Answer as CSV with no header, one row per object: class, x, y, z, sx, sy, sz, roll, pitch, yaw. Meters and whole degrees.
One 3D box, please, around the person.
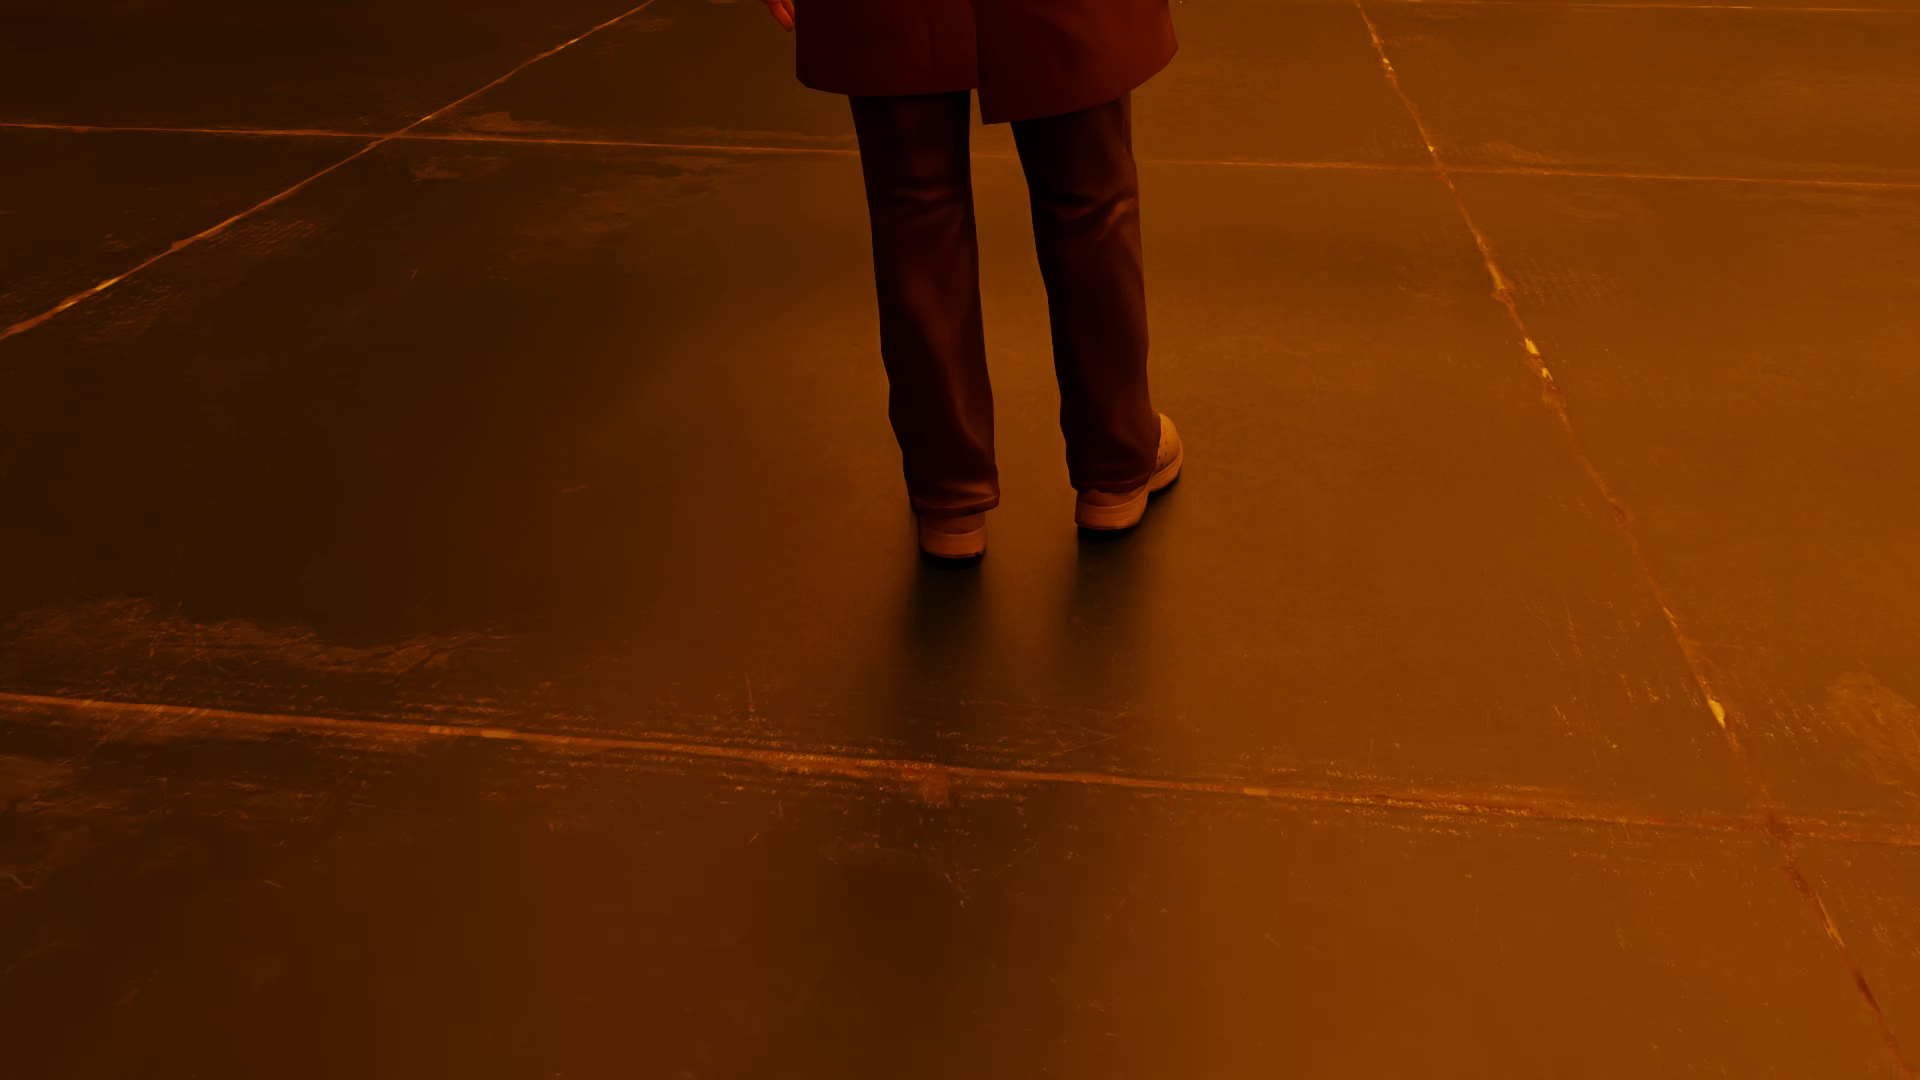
person,0.017,-0.842,2.180,0.696,1.775,0.582,3,27,7
